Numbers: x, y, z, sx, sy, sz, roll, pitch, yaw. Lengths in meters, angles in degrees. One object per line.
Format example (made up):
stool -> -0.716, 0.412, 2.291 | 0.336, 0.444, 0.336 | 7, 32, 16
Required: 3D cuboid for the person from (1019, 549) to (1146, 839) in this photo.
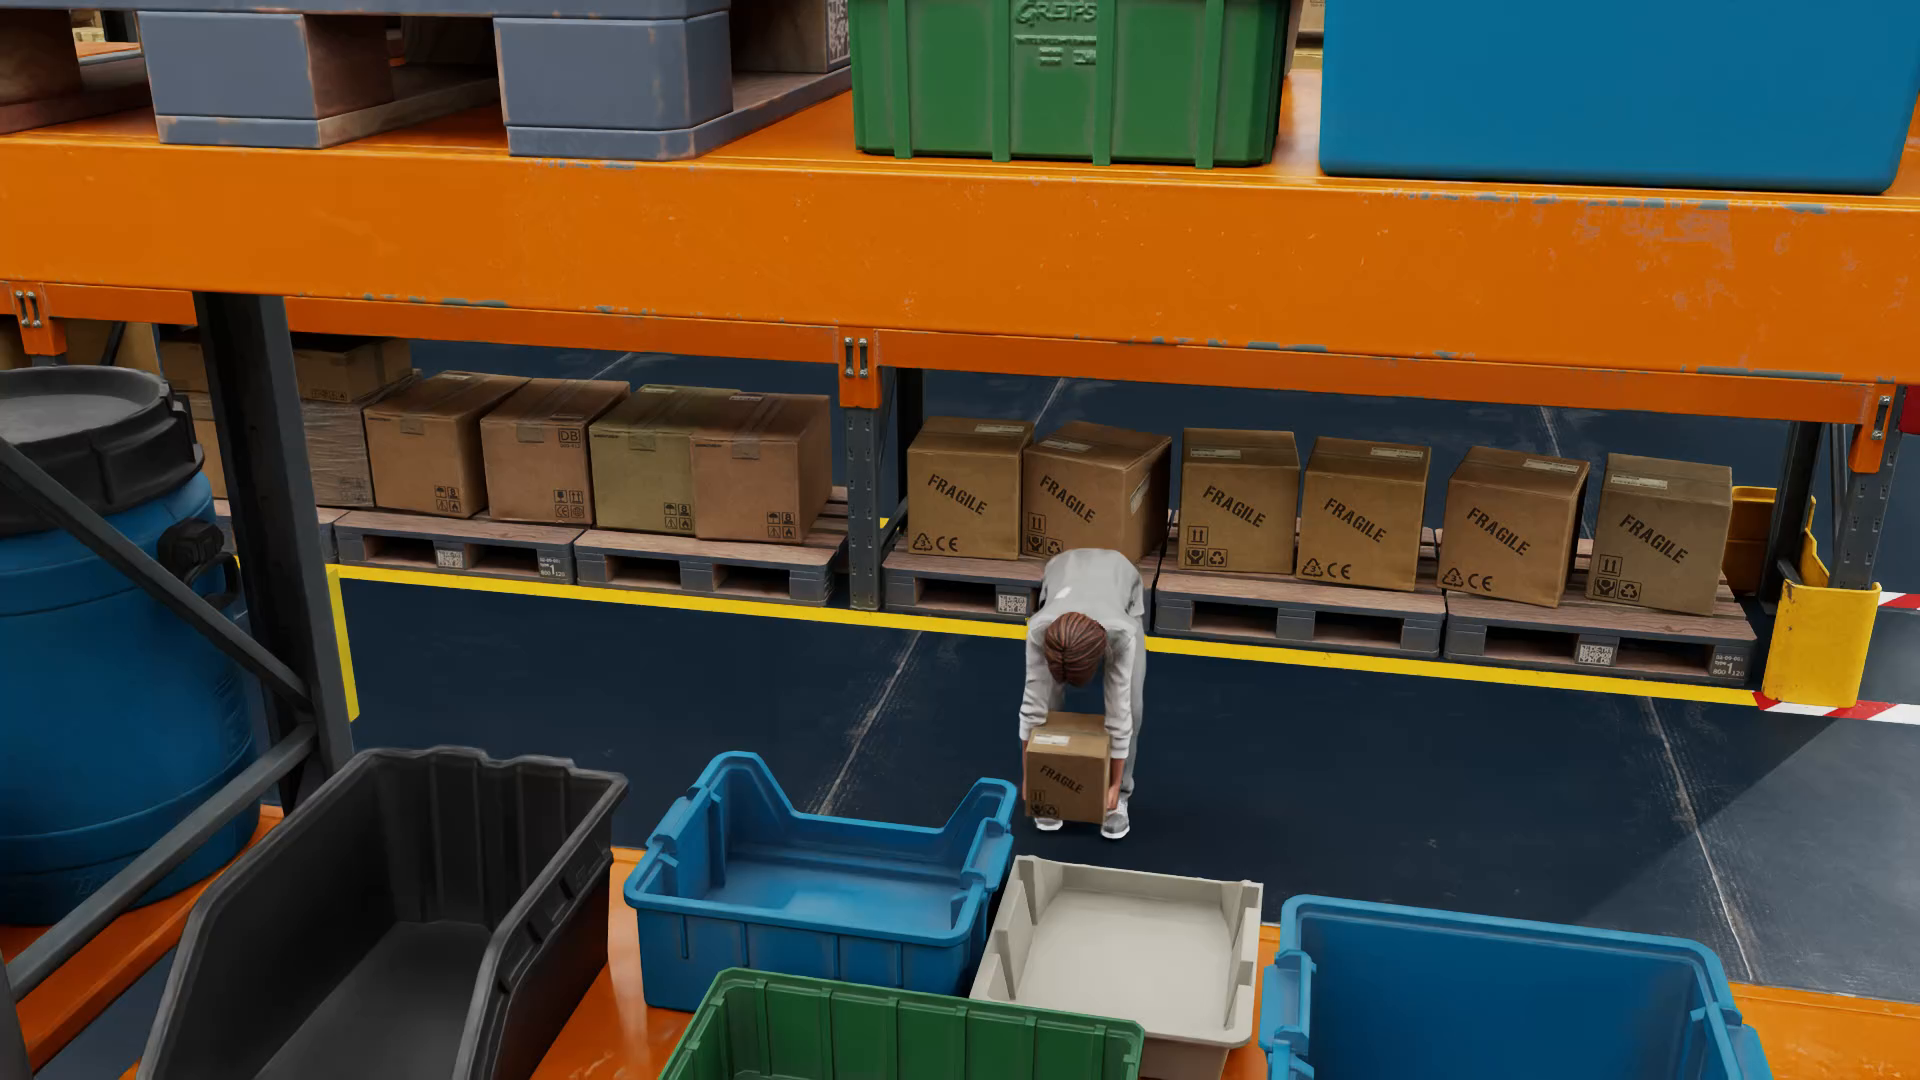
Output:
person -> -8.924, -2.624, 6.725 | 19.570, 6.003, 24.547 | 4, 22, 9
